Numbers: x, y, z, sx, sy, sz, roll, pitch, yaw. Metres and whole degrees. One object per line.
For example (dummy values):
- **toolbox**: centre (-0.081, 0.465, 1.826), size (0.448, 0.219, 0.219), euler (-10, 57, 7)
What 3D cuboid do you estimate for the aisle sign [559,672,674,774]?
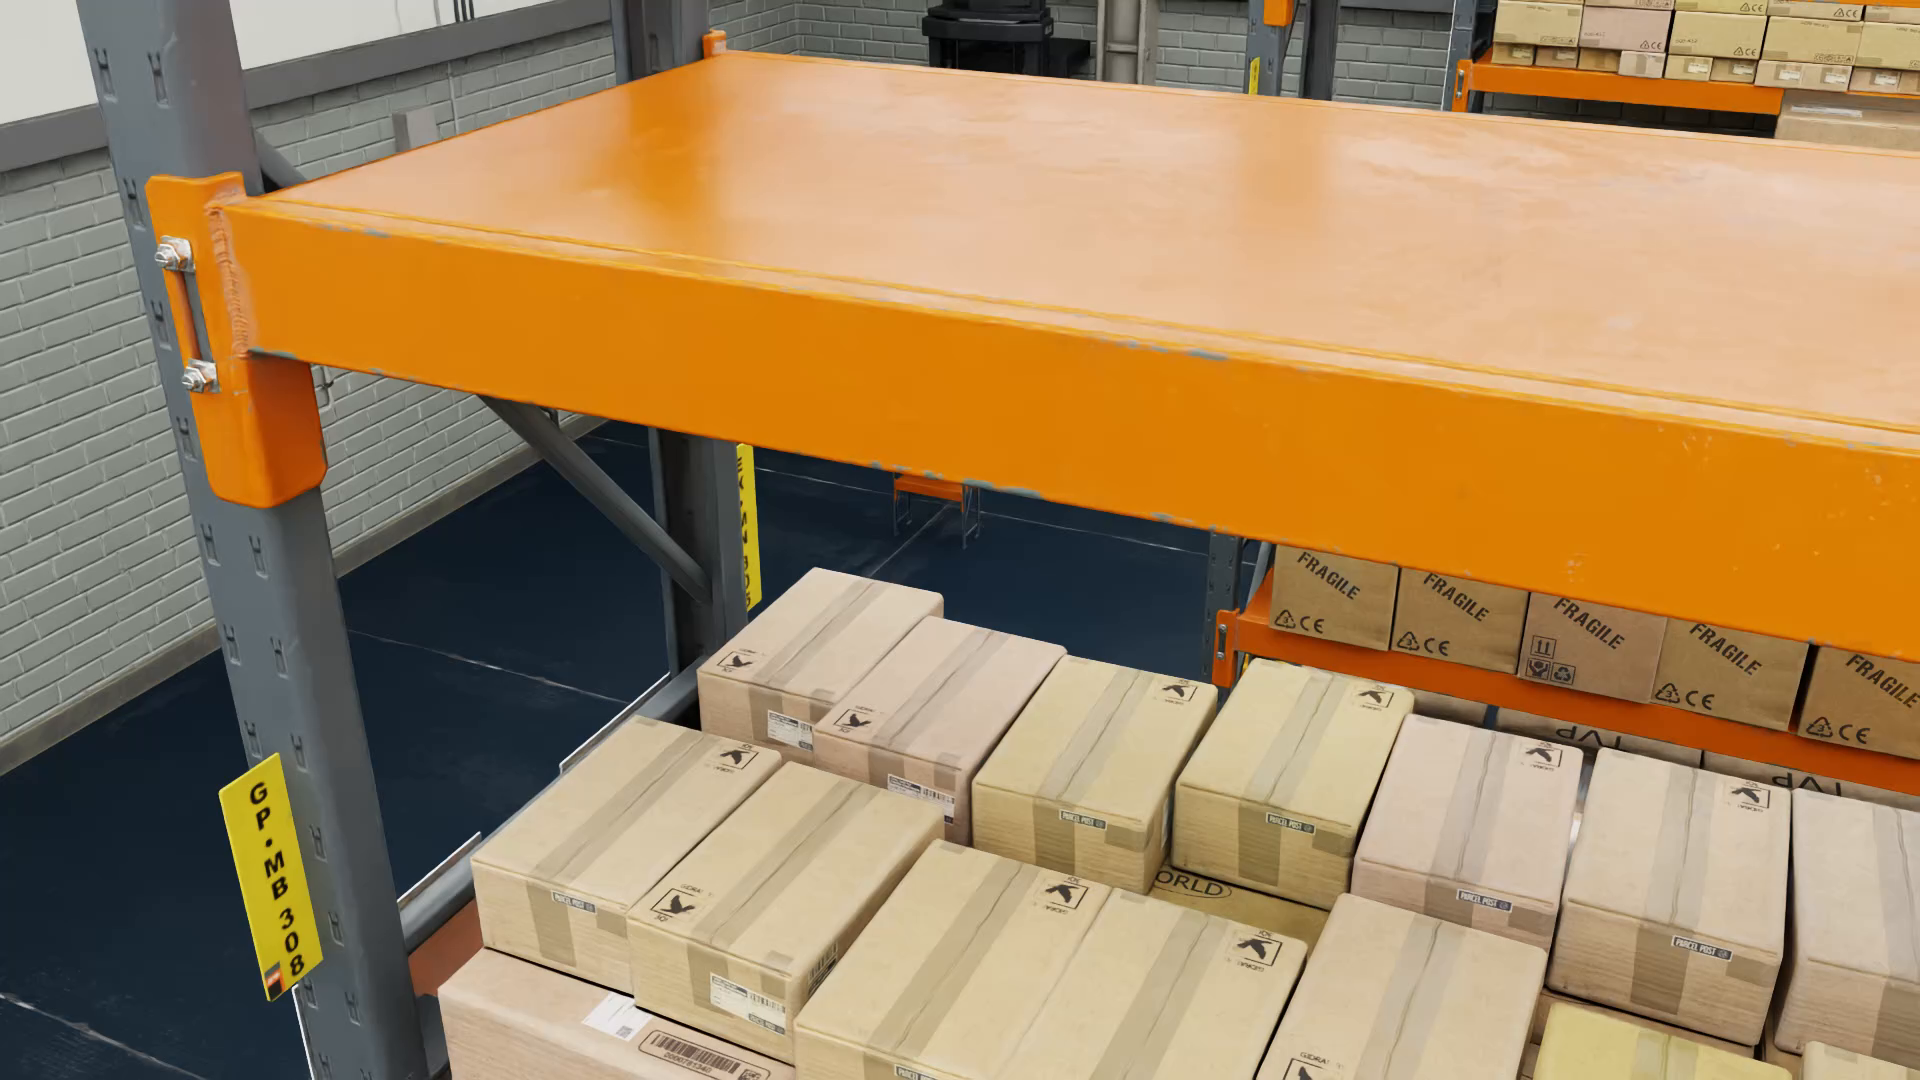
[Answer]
- **aisle sign**: centre (-0.583, 0.647, 3.097), size (0.004, 0.787, 0.394), euler (11, 28, 22)

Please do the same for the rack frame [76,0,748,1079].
- **rack frame**: centre (-0.640, -0.744, 2.074), size (0.127, 3.000, 1.000), euler (11, 28, 22)

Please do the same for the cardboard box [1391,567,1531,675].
- **cardboard box**: centre (2.107, 0.178, 6.880), size (0.500, 0.500, 0.500), euler (11, 28, 21)

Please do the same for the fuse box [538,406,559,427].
- **fuse box**: centre (-2.824, -1.323, 11.501), size (0.414, 1.711, 0.539), euler (11, 28, 22)

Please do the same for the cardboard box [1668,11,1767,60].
- **cardboard box**: centre (4.591, -3.096, 10.080), size (0.500, 0.250, 0.500), euler (10, 28, 20)

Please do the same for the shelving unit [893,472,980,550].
- **shelving unit**: centre (-0.151, -0.569, 10.546), size (0.503, 1.200, 0.258), euler (11, 28, 22)

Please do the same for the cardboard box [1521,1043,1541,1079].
- **cardboard box**: centre (0.582, 0.821, 1.894), size (0.500, 0.250, 0.500), euler (12, 29, 22)

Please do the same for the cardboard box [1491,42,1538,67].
- **cardboard box**: centre (3.562, -3.140, 10.619), size (0.250, 0.149, 0.380), euler (12, 29, 23)

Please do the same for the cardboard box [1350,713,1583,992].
- **cardboard box**: centre (0.693, 0.414, 2.269), size (0.250, 0.149, 0.380), euler (11, 28, 21)

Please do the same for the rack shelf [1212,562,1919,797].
- **rack shelf**: centre (3.137, 0.627, 6.896), size (4.000, 0.370, 1.077), euler (11, 28, 22)

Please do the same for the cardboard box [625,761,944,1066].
- **cardboard box**: centre (-0.215, 0.470, 2.156), size (0.250, 0.149, 0.380), euler (13, 29, 24)

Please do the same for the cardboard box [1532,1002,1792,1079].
- **cardboard box**: centre (0.702, 0.685, 1.720), size (0.250, 0.149, 0.380), euler (12, 29, 23)

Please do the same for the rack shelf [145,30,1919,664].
- **rack shelf**: centre (1.180, -0.055, 1.491), size (4.000, 0.370, 1.077), euler (11, 28, 22)

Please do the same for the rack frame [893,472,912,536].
- **rack frame**: centre (-0.373, -0.613, 10.637), size (0.015, 1.200, 0.240), euler (11, 28, 22)

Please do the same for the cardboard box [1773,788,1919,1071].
- **cardboard box**: centre (1.176, 0.498, 2.099), size (0.250, 0.149, 0.380), euler (11, 28, 20)

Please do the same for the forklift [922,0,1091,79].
- **forklift**: centre (0.383, -2.902, 13.326), size (1.130, 2.935, 3.031), euler (8, 27, 16)

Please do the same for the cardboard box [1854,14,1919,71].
- **cardboard box**: centre (5.527, -2.916, 9.713), size (0.500, 0.250, 0.500), euler (12, 29, 23)

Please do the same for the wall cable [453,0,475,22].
- **wall cable**: centre (-2.477, -5.112, 10.903), size (0.133, 3.039, 2.988), euler (11, 28, 22)

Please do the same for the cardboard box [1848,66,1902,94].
- **cardboard box**: centre (5.412, -2.757, 9.842), size (0.250, 0.149, 0.380), euler (12, 29, 22)

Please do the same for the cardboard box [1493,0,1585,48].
- **cardboard box**: centre (3.659, -3.279, 10.452), size (0.500, 0.250, 0.500), euler (11, 28, 21)

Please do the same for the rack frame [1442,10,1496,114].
- **rack frame**: centre (3.368, -2.058, 11.535), size (0.127, 3.000, 1.000), euler (11, 28, 22)

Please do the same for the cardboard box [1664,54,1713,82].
- **cardboard box**: centre (4.464, -2.917, 10.166), size (0.250, 0.149, 0.380), euler (11, 28, 22)

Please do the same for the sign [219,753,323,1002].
- **sign**: centre (-0.865, 0.427, 2.101), size (0.005, 0.325, 0.100), euler (11, 28, 22)

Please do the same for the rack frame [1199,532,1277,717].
- **rack frame**: centre (1.317, -0.062, 7.480), size (0.127, 3.000, 1.000), euler (11, 28, 22)

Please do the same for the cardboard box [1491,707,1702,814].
- **cardboard box**: centre (2.796, 1.144, 7.456), size (0.875, 0.438, 0.875), euler (12, 29, 23)

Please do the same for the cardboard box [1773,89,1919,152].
- **cardboard box**: centre (3.090, -1.257, 5.809), size (0.500, 0.500, 0.500), euler (12, 29, 23)

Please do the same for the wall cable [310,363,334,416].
- **wall cable**: centre (-3.826, -1.553, 9.323), size (0.123, 1.953, 0.585), euler (11, 28, 22)

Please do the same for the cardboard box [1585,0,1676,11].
- **cardboard box**: centre (4.123, -3.412, 10.155), size (0.500, 0.250, 0.500), euler (11, 28, 21)

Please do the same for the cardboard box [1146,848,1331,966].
- **cardboard box**: centre (0.350, 0.519, 2.508), size (0.500, 0.250, 0.500), euler (11, 28, 20)

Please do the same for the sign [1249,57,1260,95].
- **sign**: centre (1.082, -1.613, 6.156), size (0.005, 0.325, 0.100), euler (11, 28, 22)

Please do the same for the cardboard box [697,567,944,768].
- **cardboard box**: centre (-0.216, 0.208, 2.688), size (0.250, 0.149, 0.380), euler (11, 28, 21)

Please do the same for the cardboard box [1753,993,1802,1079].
- **cardboard box**: centre (1.270, 0.711, 2.118), size (0.500, 0.250, 0.500), euler (10, 28, 20)

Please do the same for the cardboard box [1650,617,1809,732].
- **cardboard box**: centre (3.025, 0.363, 6.504), size (0.500, 0.500, 0.500), euler (12, 29, 24)

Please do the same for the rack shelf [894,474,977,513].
- **rack shelf**: centre (-0.151, -0.330, 10.664), size (0.480, 0.148, 0.258), euler (11, 28, 22)

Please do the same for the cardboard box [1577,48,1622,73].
- **cardboard box**: centre (4.038, -3.048, 10.434), size (0.250, 0.149, 0.380), euler (11, 28, 22)

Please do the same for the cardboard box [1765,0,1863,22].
- **cardboard box**: centre (5.054, -3.236, 9.799), size (0.500, 0.250, 0.500), euler (12, 29, 23)

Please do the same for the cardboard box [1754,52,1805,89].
- **cardboard box**: centre (4.917, -2.820, 9.971), size (0.250, 0.149, 0.380), euler (11, 28, 22)

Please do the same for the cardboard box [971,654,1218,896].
- **cardboard box**: centre (0.202, 0.339, 2.422), size (0.250, 0.149, 0.380), euler (10, 28, 20)

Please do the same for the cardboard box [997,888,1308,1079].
- **cardboard box**: centre (0.223, 0.594, 1.905), size (0.250, 0.149, 0.380), euler (12, 29, 23)
